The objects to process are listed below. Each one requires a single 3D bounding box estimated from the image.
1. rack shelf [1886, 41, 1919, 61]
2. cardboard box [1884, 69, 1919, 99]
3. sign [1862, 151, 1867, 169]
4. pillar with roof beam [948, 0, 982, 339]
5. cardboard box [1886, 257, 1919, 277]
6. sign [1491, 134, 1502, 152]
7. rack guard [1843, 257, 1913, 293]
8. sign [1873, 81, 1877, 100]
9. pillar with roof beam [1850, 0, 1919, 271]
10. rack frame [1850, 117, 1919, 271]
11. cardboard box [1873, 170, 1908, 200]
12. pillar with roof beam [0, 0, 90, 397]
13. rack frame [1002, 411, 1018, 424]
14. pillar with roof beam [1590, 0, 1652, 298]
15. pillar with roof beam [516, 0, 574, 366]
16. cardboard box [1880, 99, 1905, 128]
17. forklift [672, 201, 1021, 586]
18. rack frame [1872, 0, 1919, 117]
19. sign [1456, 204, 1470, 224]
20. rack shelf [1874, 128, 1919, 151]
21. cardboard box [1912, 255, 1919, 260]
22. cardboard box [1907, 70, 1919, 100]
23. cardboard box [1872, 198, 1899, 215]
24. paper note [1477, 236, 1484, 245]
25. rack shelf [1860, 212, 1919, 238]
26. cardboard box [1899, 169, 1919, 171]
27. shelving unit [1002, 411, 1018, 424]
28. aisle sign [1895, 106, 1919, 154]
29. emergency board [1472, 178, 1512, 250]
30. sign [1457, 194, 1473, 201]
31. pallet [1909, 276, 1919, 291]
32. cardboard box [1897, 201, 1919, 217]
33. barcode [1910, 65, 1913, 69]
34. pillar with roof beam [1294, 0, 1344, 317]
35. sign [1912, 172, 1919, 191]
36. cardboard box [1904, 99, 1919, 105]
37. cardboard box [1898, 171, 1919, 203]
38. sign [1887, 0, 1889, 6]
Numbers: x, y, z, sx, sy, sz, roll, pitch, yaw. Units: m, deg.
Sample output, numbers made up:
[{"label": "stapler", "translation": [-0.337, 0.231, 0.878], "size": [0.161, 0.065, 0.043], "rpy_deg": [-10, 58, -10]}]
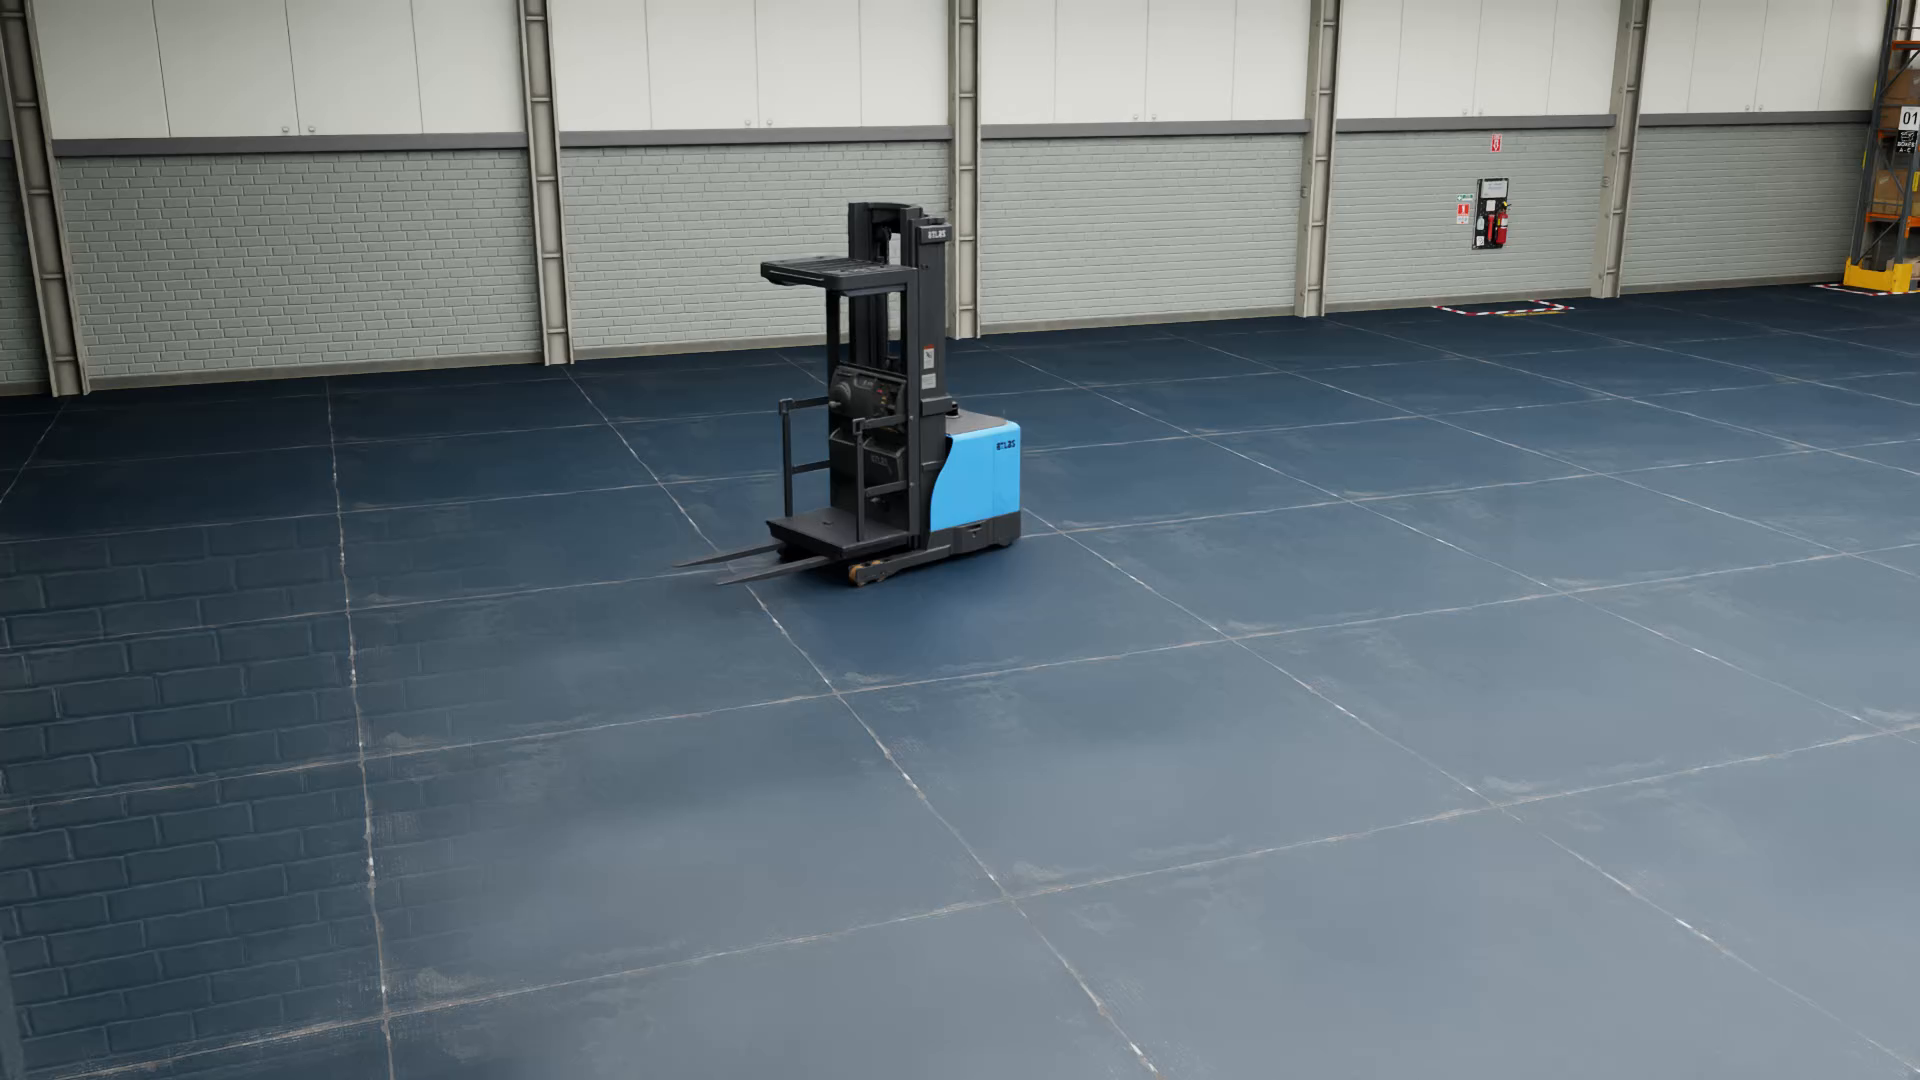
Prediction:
[{"label": "rack shelf", "translation": [18.398, -8.735, 29.657], "size": [4.000, 0.370, 1.077], "rpy_deg": [-6, 17, -20]}, {"label": "cardboard box", "translation": [16.839, -8.091, 29.516], "size": [0.500, 0.500, 0.500], "rpy_deg": [-5, 17, -18]}, {"label": "sign", "translation": [16.350, -6.857, 30.010], "size": [0.005, 0.325, 0.100], "rpy_deg": [-6, 17, -20]}, {"label": "pillar with roof beam", "translation": [1.606, -6.231, 19.847], "size": [0.400, 9.000, 9.100], "rpy_deg": [-6, 17, -20]}, {"label": "cardboard box", "translation": [17.208, -4.969, 30.188], "size": [0.500, 0.311, 0.500], "rpy_deg": [-8, 18, -26]}, {"label": "sign", "translation": [8.907, -6.594, 27.615], "size": [0.199, 0.298, 0.001], "rpy_deg": [-6, 17, -20]}, {"label": "rack guard", "translation": [16.601, -4.810, 30.092], "size": [0.348, 0.500, 1.175], "rpy_deg": [-6, 17, -20]}, {"label": "sign", "translation": [16.350, -8.014, 29.671], "size": [0.005, 0.325, 0.100], "rpy_deg": [-6, 17, -20]}, {"label": "pillar with roof beam", "translation": [18.415, -8.046, 26.027], "size": [0.400, 9.000, 9.100], "rpy_deg": [-6, 17, -20]}, {"label": "rack frame", "translation": [16.530, -6.002, 29.714], "size": [0.127, 3.000, 1.000], "rpy_deg": [-6, 17, -20]}, {"label": "cardboard box", "translation": [16.894, -6.403, 29.979], "size": [0.500, 0.500, 0.500], "rpy_deg": [-6, 18, -21]}, {"label": "pillar with roof beam", "translation": [-9.599, -5.021, 15.727], "size": [0.400, 9.000, 9.100], "rpy_deg": [-6, 17, -20]}, {"label": "rack frame", "translation": [0.439, -0.621, 14.848], "size": [0.008, 1.050, 0.200], "rpy_deg": [-14, 21, -39]}, {"label": "pillar with roof beam", "translation": [12.812, -7.441, 23.967], "size": [0.400, 9.000, 9.100], "rpy_deg": [-6, 17, -20]}, {"label": "pillar with roof beam", "translation": [-3.996, -5.626, 17.787], "size": [0.400, 9.000, 9.100], "rpy_deg": [-6, 17, -20]}, {"label": "cardboard box", "translation": [16.829, -7.608, 29.644], "size": [0.500, 0.500, 0.500], "rpy_deg": [-5, 17, -16]}, {"label": "forklift", "translation": [-0.917, -1.204, 13.497], "size": [3.031, 2.935, 1.130], "rpy_deg": [-14, 21, -39]}, {"label": "rack frame", "translation": [16.530, -8.881, 28.868], "size": [0.127, 3.000, 1.000], "rpy_deg": [-6, 17, -20]}, {"label": "sign", "translation": [8.397, -5.445, 27.752], "size": [0.234, 0.329, 0.001], "rpy_deg": [-6, 17, -20]}, {"label": "rack shelf", "translation": [18.398, -7.298, 30.079], "size": [4.000, 0.370, 1.077], "rpy_deg": [-6, 17, -20]}, {"label": "cardboard box", "translation": [17.741, -5.027, 30.383], "size": [0.500, 0.311, 0.500], "rpy_deg": [-5, 17, -15]}, {"label": "cardboard box", "translation": [16.977, -7.954, 29.048], "size": [0.500, 0.500, 0.500], "rpy_deg": [-8, 18, -24]}, {"label": "cardboard box", "translation": [16.897, -6.038, 30.066], "size": [0.500, 0.250, 0.500], "rpy_deg": [-6, 17, -19]}, {"label": "paper note", "translation": [8.760, -5.034, 27.980], "size": [0.142, 0.148, 0.016], "rpy_deg": [-6, 17, -20]}, {"label": "rack shelf", "translation": [18.398, -5.859, 30.502], "size": [4.000, 0.370, 1.077], "rpy_deg": [-6, 17, -20]}, {"label": "cardboard box", "translation": [17.368, -6.451, 30.143], "size": [0.500, 0.500, 0.500], "rpy_deg": [-6, 17, -19]}, {"label": "shelving unit", "translation": [0.347, -0.598, 14.772], "size": [0.252, 1.050, 0.215], "rpy_deg": [-14, 21, -39]}, {"label": "aisle sign", "translation": [16.570, -7.163, 29.054], "size": [0.004, 0.787, 0.394], "rpy_deg": [-6, 17, -20]}, {"label": "emergency board", "translation": [8.950, -5.456, 27.855], "size": [0.643, 1.169, 0.194], "rpy_deg": [-6, 17, -20]}, {"label": "sign", "translation": [8.404, -5.697, 27.671], "size": [0.331, 0.109, 0.001], "rpy_deg": [-6, 17, -20]}, {"label": "pallet", "translation": [17.372, -4.744, 30.380], "size": [1.213, 0.211, 1.003], "rpy_deg": [-6, 17, -20]}, {"label": "cardboard box", "translation": [17.099, -5.905, 29.615], "size": [0.500, 0.250, 0.500], "rpy_deg": [-7, 18, -22]}, {"label": "barcode", "translation": [17.014, -8.460, 29.743], "size": [0.075, 0.075, 0.001], "rpy_deg": [-6, 17, -20]}, {"label": "pillar with roof beam", "translation": [7.209, -6.836, 21.907], "size": [0.400, 9.000, 9.100], "rpy_deg": [-6, 17, -20]}, {"label": "sign", "translation": [16.724, -6.275, 29.106], "size": [0.005, 0.325, 0.100], "rpy_deg": [-6, 17, -20]}, {"label": "cardboard box", "translation": [16.932, -7.467, 29.165], "size": [0.500, 0.500, 0.500], "rpy_deg": [-6, 17, -19]}, {"label": "cardboard box", "translation": [17.083, -6.269, 29.521], "size": [0.500, 0.500, 0.500], "rpy_deg": [-6, 17, -20]}, {"label": "sign", "translation": [16.350, -9.553, 29.219], "size": [0.005, 0.325, 0.100], "rpy_deg": [-6, 17, -20]}]
